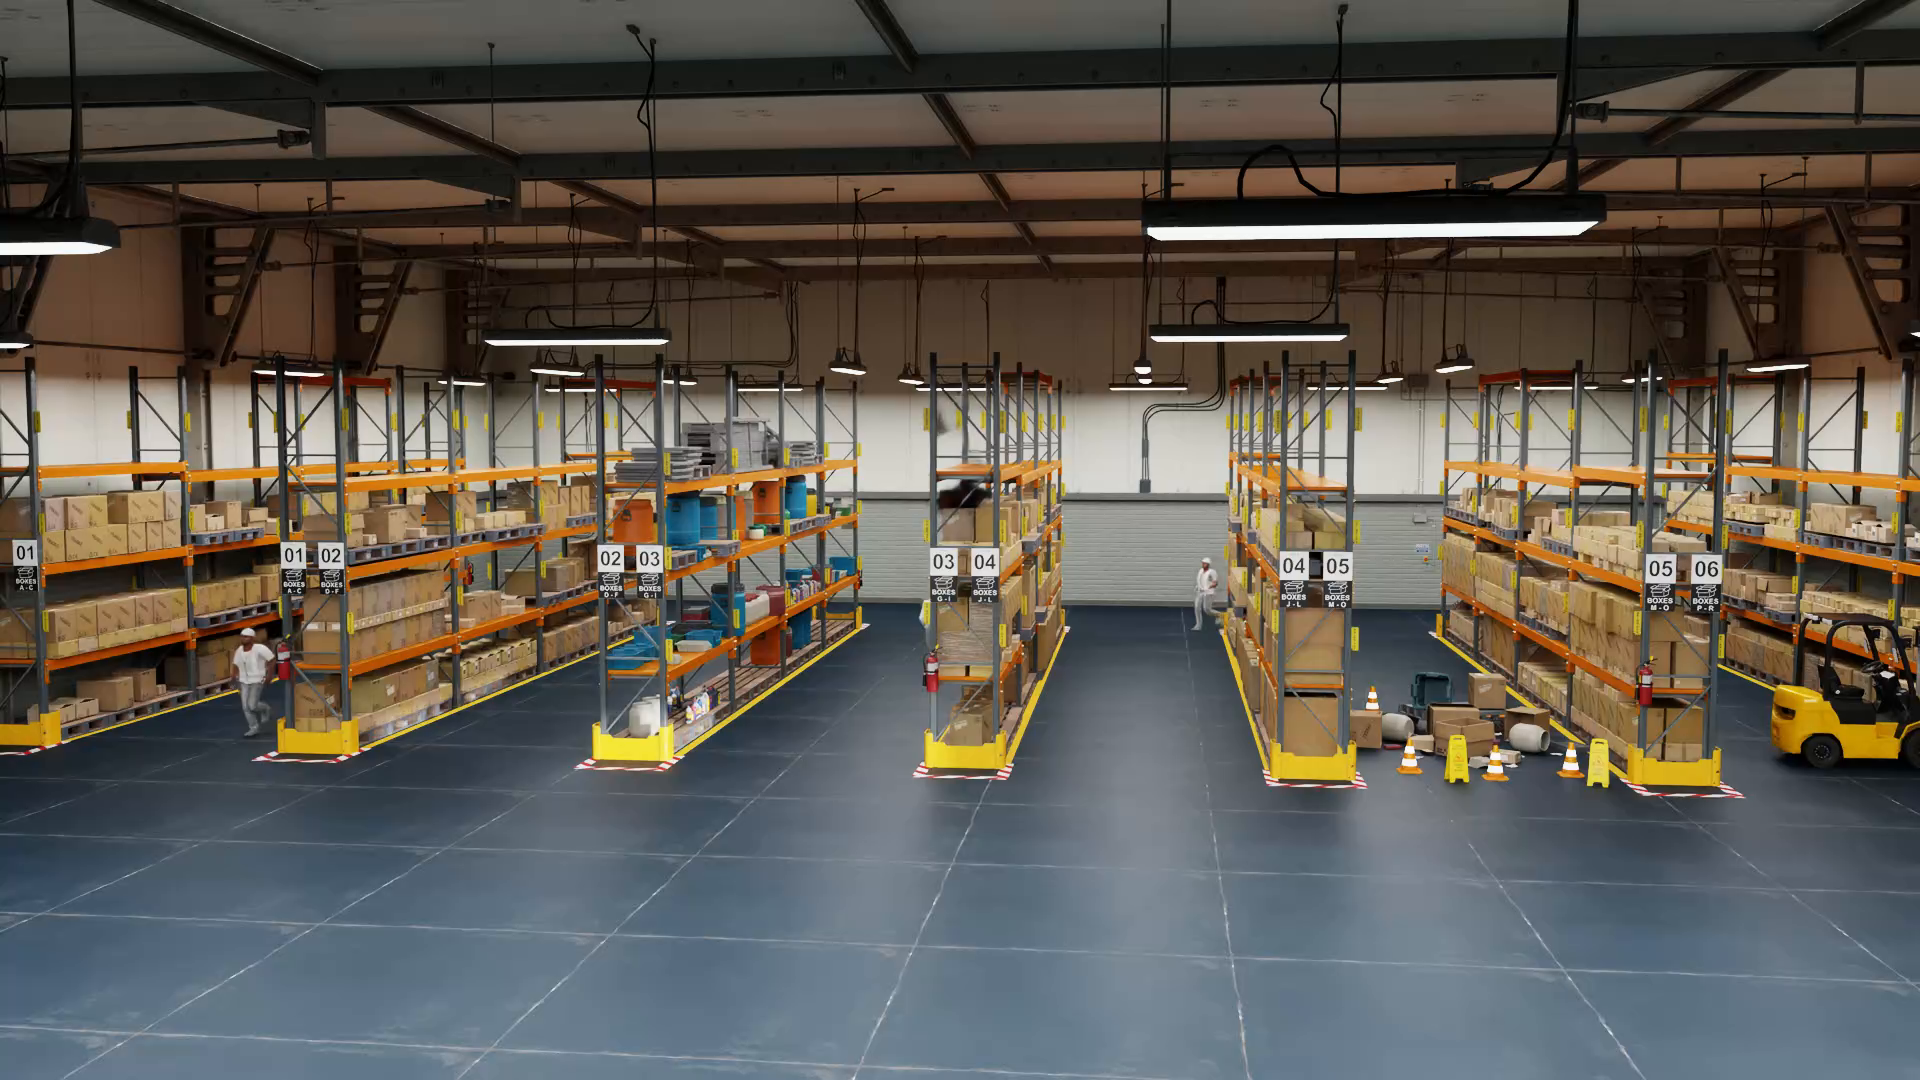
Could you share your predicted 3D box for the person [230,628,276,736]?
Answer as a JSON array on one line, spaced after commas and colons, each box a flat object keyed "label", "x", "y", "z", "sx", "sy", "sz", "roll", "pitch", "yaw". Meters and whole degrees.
[{"label": "person", "x": -11.310, "y": 2.265, "z": 26.606, "sx": 0.713, "sy": 1.730, "sz": 0.662, "roll": 1, "pitch": 4, "yaw": 11}]

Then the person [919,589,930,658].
[{"label": "person", "x": -0.518, "y": 1.793, "z": 33.666, "sx": 0.605, "sy": 1.668, "sz": 0.840, "roll": 0, "pitch": 4, "yaw": 2}]

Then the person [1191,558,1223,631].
[{"label": "person", "x": 5.927, "y": 1.301, "z": 40.095, "sx": 0.914, "sy": 1.752, "sz": 0.722, "roll": -3, "pitch": 5, "yaw": -34}]

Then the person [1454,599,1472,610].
[{"label": "person", "x": 12.139, "y": 1.374, "z": 39.919, "sx": 0.529, "sy": 1.616, "sz": 0.636, "roll": 3, "pitch": 5, "yaw": 34}]
